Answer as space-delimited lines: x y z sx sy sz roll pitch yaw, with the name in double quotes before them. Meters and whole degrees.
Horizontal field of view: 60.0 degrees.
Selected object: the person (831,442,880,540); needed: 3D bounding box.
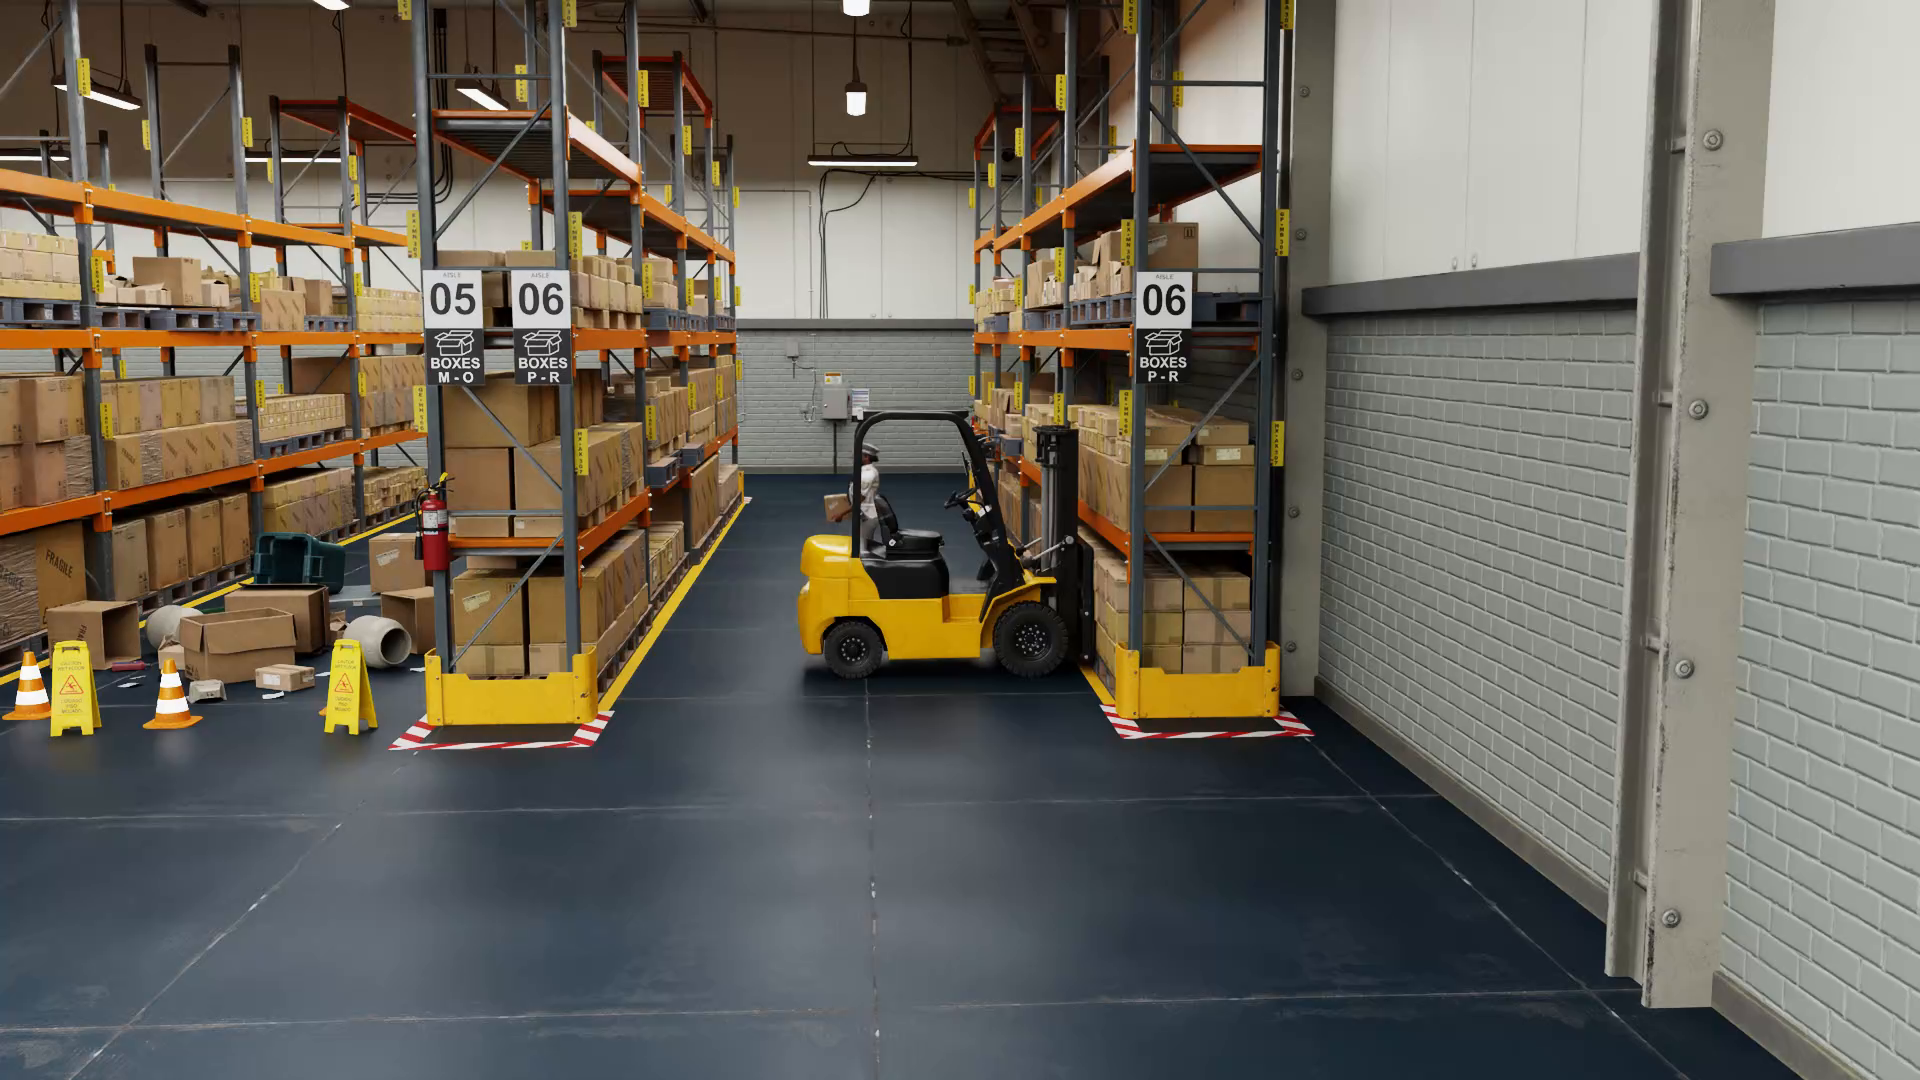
"person" -1.080 -0.188 17.203 0.510 1.691 0.449 0 7 -3
